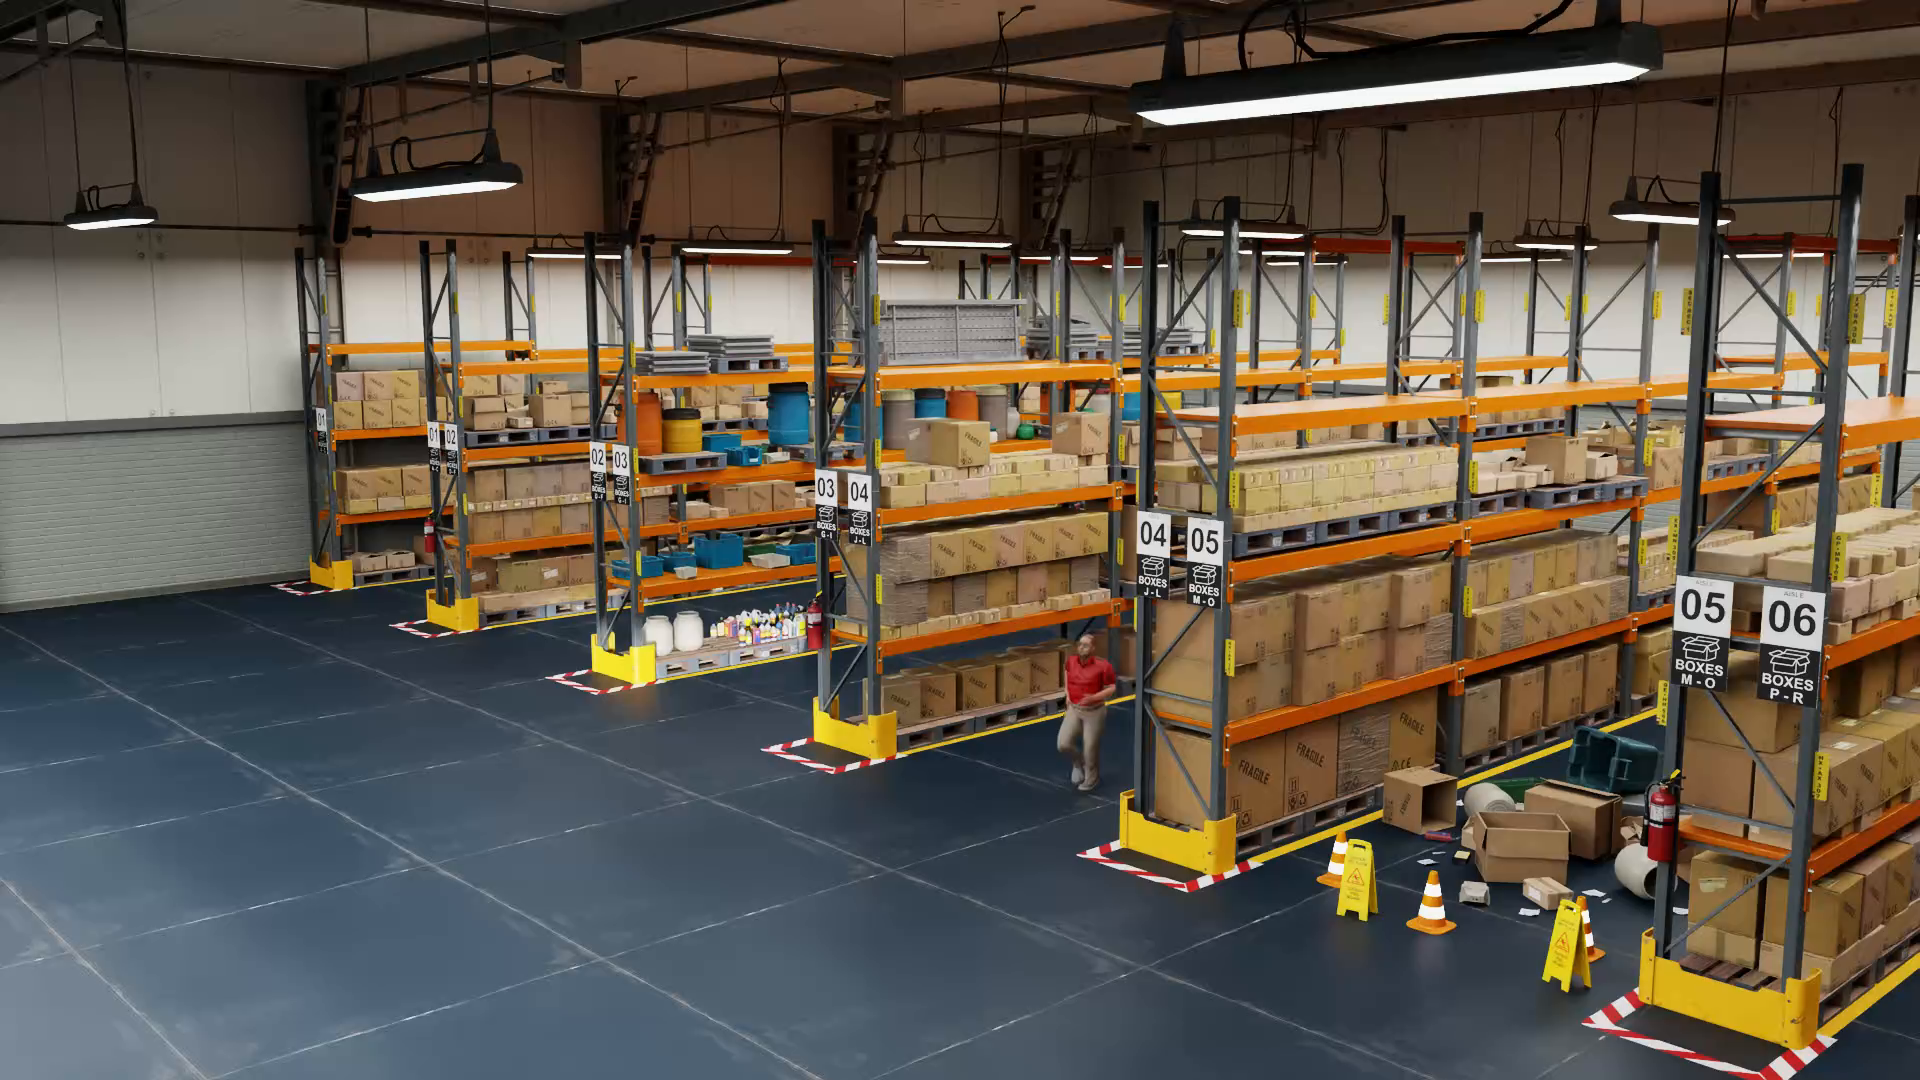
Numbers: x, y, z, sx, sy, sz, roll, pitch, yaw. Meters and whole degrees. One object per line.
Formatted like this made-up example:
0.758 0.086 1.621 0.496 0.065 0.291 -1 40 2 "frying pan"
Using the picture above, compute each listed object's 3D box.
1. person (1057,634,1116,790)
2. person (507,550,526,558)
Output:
1.294 1.806 17.285 0.662 1.682 0.632 5 10 30 "person"
-7.644 0.209 28.412 0.541 1.599 0.542 8 11 42 "person"
